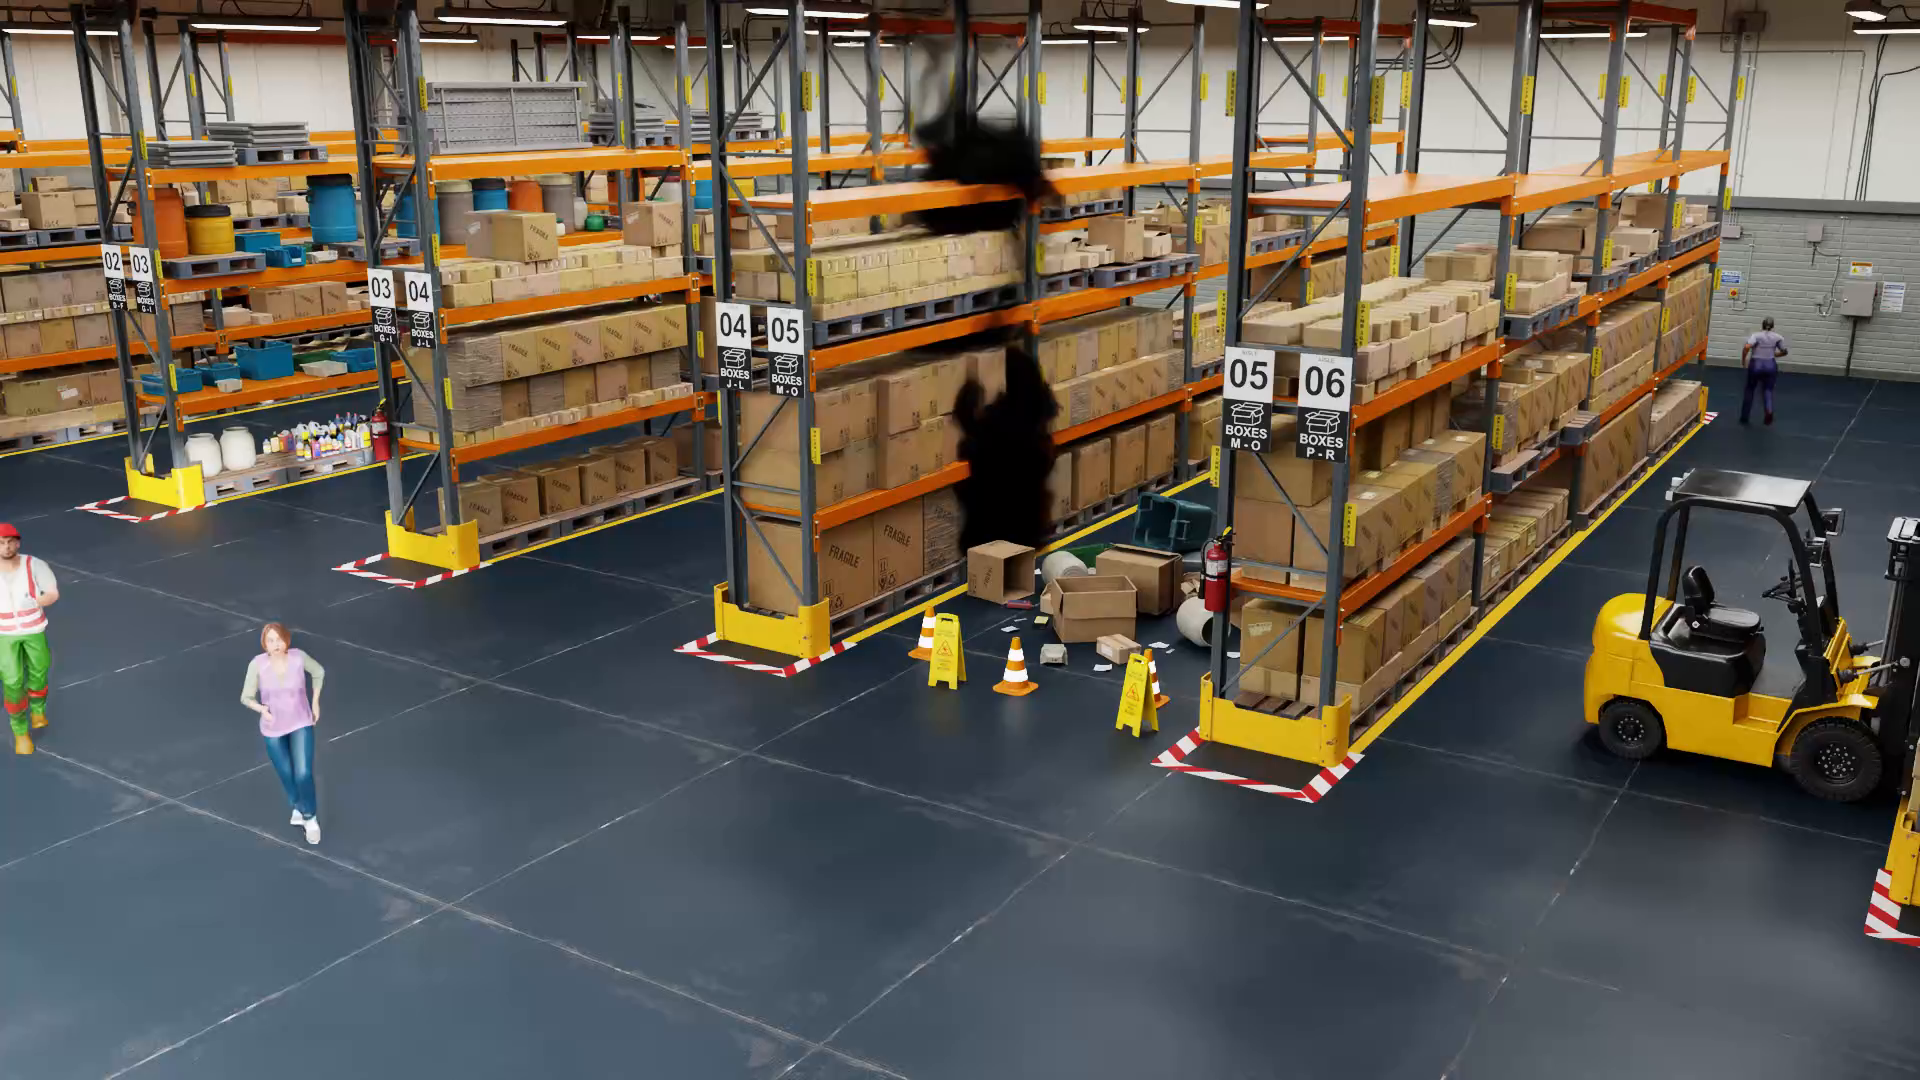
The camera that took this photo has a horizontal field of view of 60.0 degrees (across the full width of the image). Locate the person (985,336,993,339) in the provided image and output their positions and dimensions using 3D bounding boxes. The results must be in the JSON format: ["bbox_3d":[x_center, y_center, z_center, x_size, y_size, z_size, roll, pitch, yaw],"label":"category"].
[{"bbox_3d":[0.428,-1.795,21.596,0.590,1.706,0.572,11,19,34],"label":"person"}]

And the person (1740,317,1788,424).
[{"bbox_3d":[12.251,-2.561,25.410,0.652,1.679,0.873,4,16,15],"label":"person"}]

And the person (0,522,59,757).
[{"bbox_3d":[-7.441,0.763,13.142,0.643,1.846,0.774,-10,19,-33],"label":"person"}]

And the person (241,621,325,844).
[{"bbox_3d":[-4.649,1.328,11.484,0.525,1.611,0.669,-4,16,-16],"label":"person"}]
